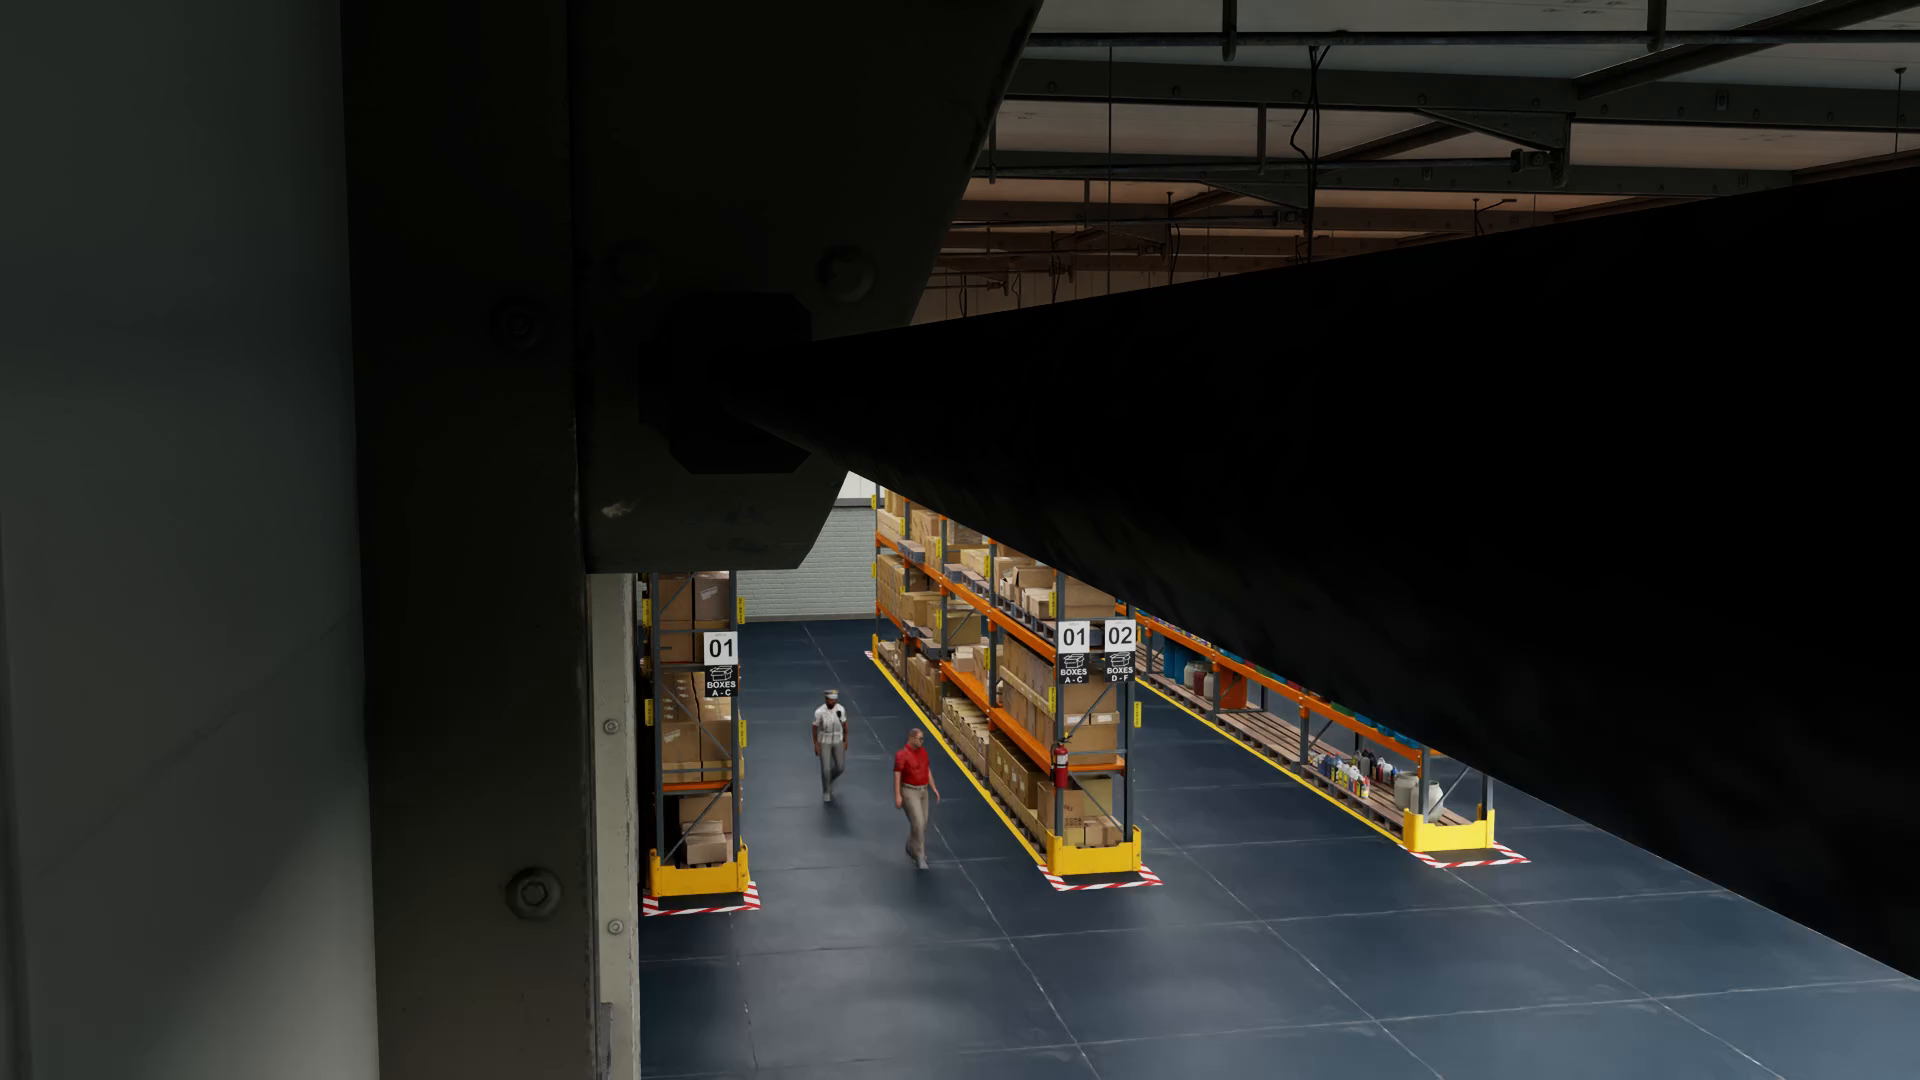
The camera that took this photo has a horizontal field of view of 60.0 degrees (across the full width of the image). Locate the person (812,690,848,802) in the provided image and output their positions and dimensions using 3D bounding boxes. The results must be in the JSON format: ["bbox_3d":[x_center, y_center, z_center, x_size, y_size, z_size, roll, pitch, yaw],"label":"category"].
[{"bbox_3d":[-1.928,2.998,24.590,0.536,1.658,0.503,-2,6,-18],"label":"person"}]

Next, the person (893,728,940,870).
[{"bbox_3d":[-0.512,3.314,21.337,0.594,1.789,0.562,5,7,38],"label":"person"}]
